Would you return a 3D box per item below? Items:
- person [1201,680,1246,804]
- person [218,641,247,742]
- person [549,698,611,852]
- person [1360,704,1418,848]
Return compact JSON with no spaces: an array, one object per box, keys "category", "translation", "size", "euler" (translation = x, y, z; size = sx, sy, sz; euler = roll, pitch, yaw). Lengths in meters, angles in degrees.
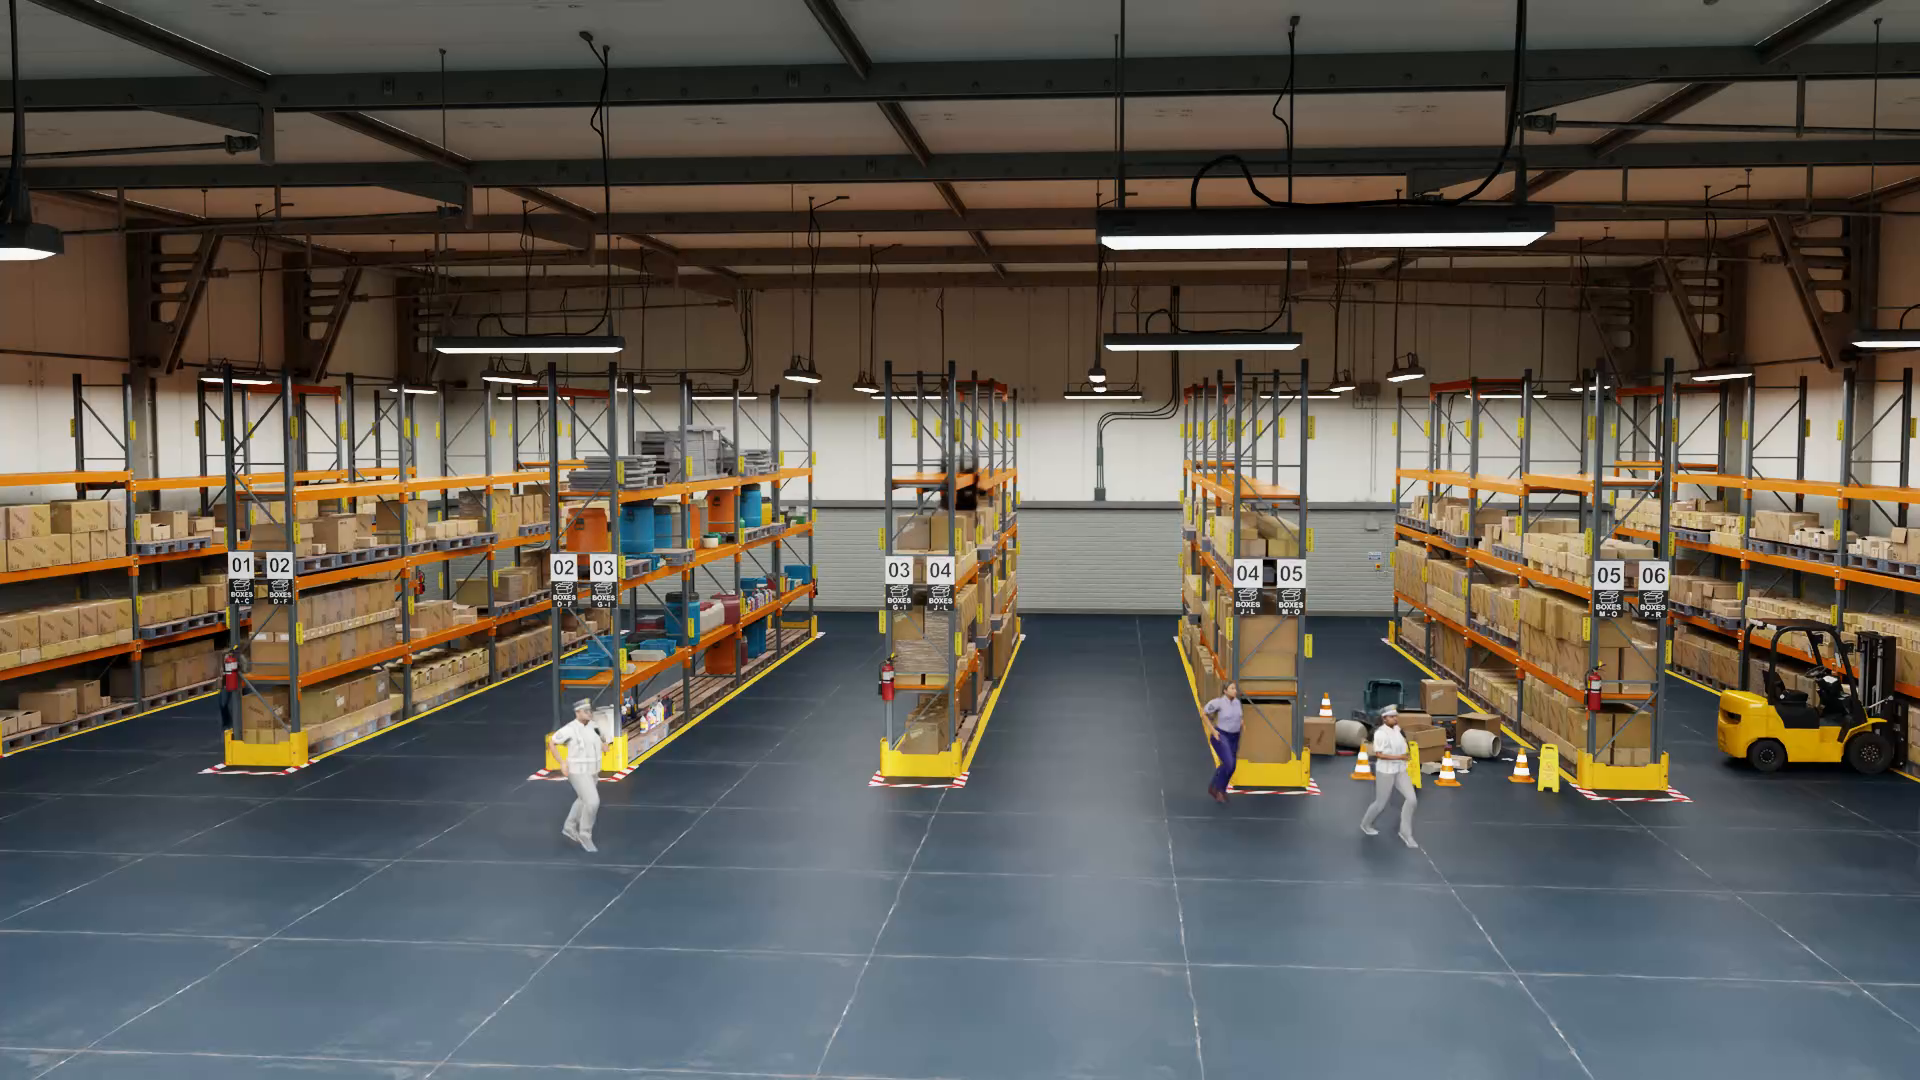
[{"category":"person","translation":[3.597,2.737,22.427],"size":[0.588,1.696,0.615],"euler":[-3,5,-41]},{"category":"person","translation":[-11.802,2.428,26.976],"size":[0.503,1.644,0.710],"euler":[0,4,-6]},{"category":"person","translation":[-4.512,2.816,19.954],"size":[0.768,1.850,0.631],"euler":[2,4,24]},{"category":"person","translation":[5.247,2.850,20.214],"size":[0.582,1.732,0.754],"euler":[-2,4,-31]}]
